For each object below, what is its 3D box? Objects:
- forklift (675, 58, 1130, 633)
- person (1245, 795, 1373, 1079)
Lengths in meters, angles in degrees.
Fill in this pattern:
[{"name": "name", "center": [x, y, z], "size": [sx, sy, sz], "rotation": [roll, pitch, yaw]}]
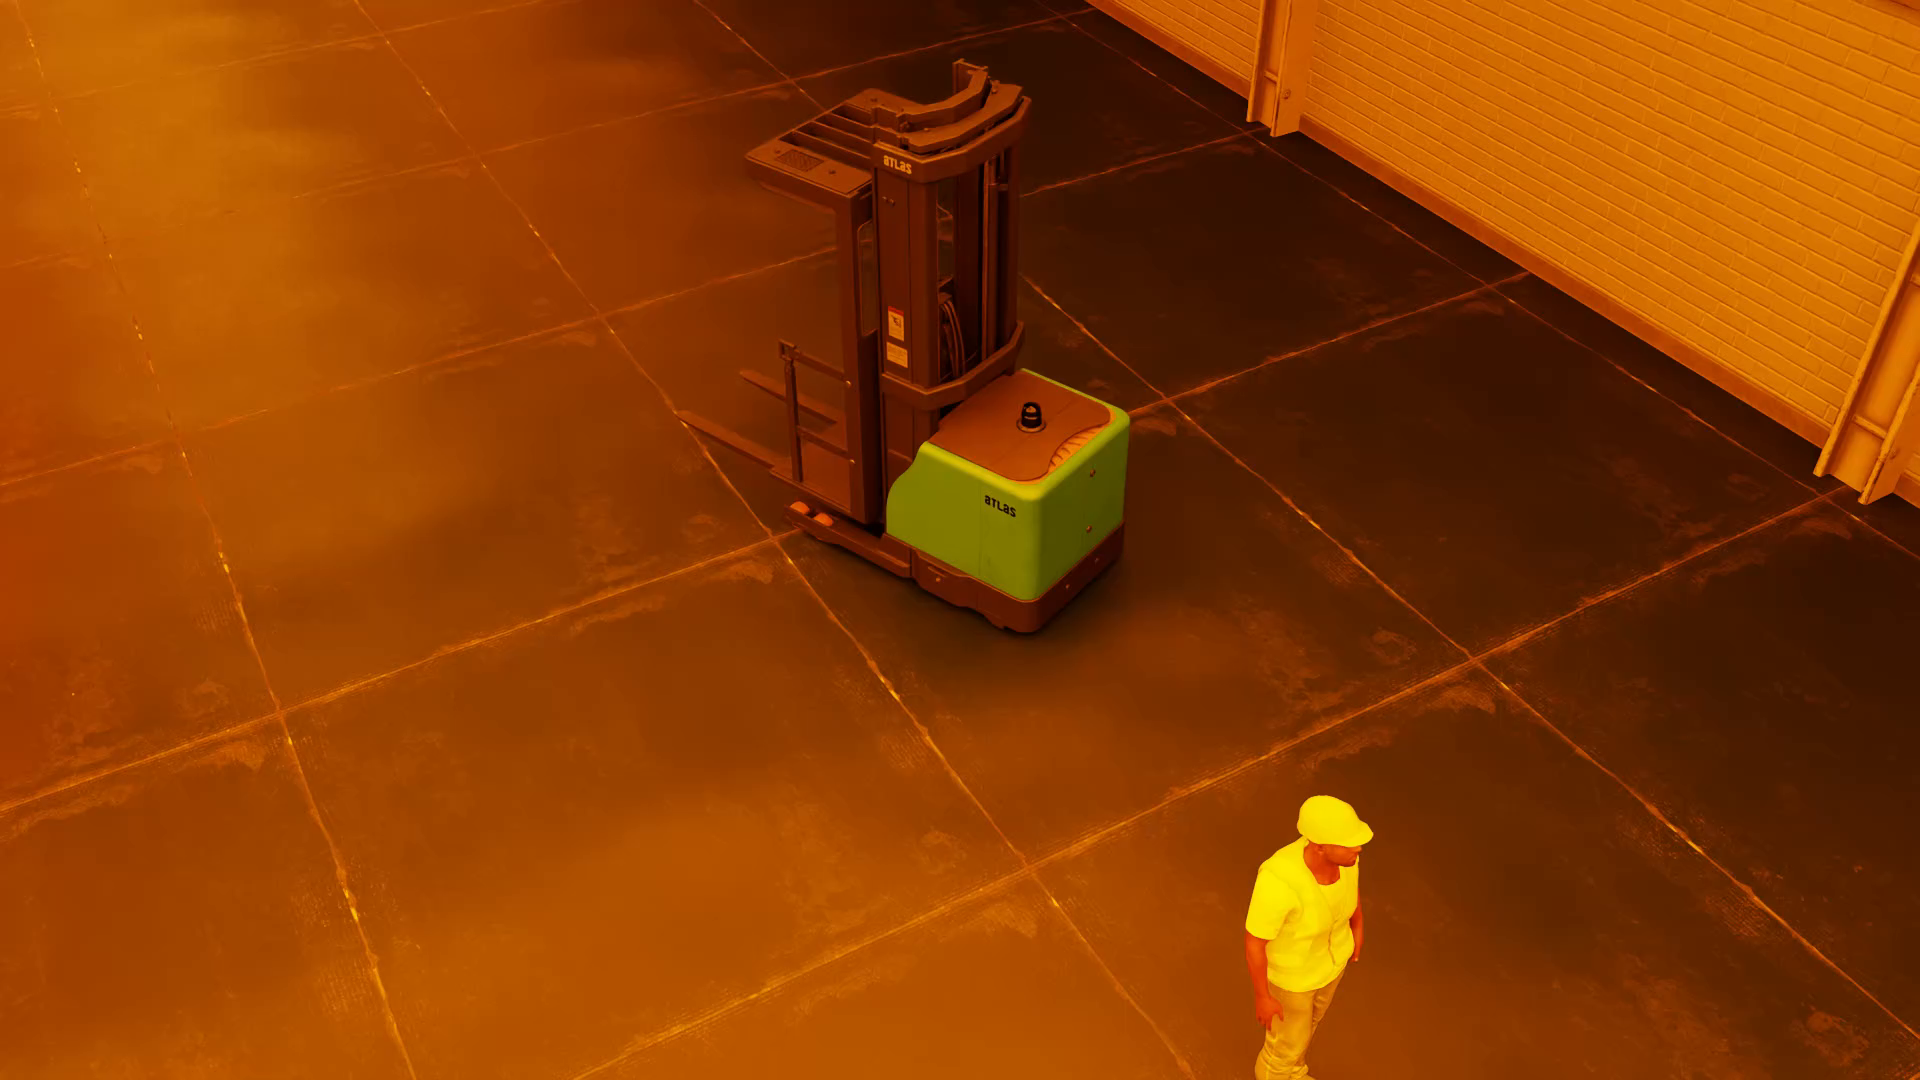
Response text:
[{"name": "forklift", "center": [-0.481, -1.366, 9.683], "size": [3.031, 2.935, 1.130], "rotation": [26, 46, 28]}, {"name": "person", "center": [1.472, 1.764, 6.811], "size": [0.665, 1.766, 0.576], "rotation": [-30, 48, -31]}]
